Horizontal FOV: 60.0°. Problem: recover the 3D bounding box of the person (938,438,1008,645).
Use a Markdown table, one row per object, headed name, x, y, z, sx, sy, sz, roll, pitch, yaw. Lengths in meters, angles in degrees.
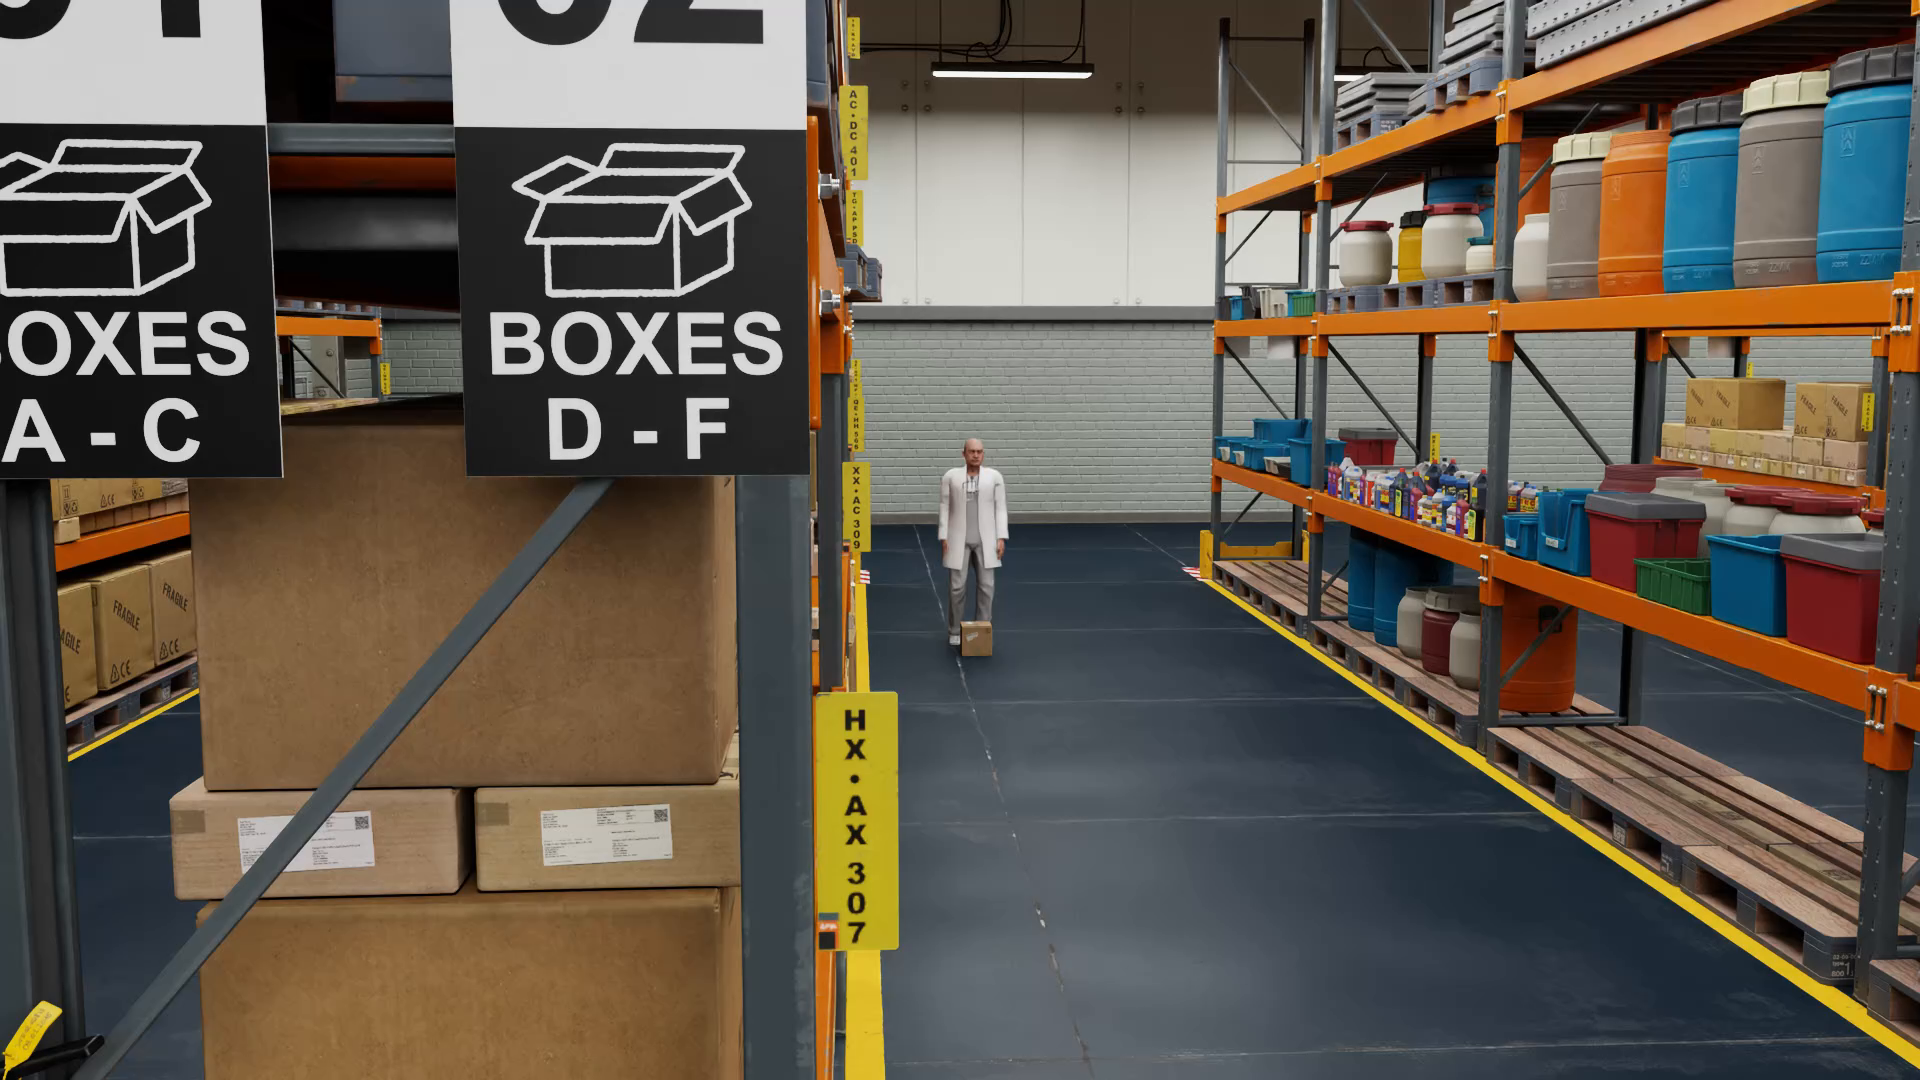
| name | x | y | z | sx | sy | sz | roll | pitch | yaw |
| --- | --- | --- | --- | --- | --- | --- | --- | --- | --- |
| person | 0.112 | 0.045 | 14.245 | 0.601 | 1.833 | 0.429 | 0 | 7 | -3 |
